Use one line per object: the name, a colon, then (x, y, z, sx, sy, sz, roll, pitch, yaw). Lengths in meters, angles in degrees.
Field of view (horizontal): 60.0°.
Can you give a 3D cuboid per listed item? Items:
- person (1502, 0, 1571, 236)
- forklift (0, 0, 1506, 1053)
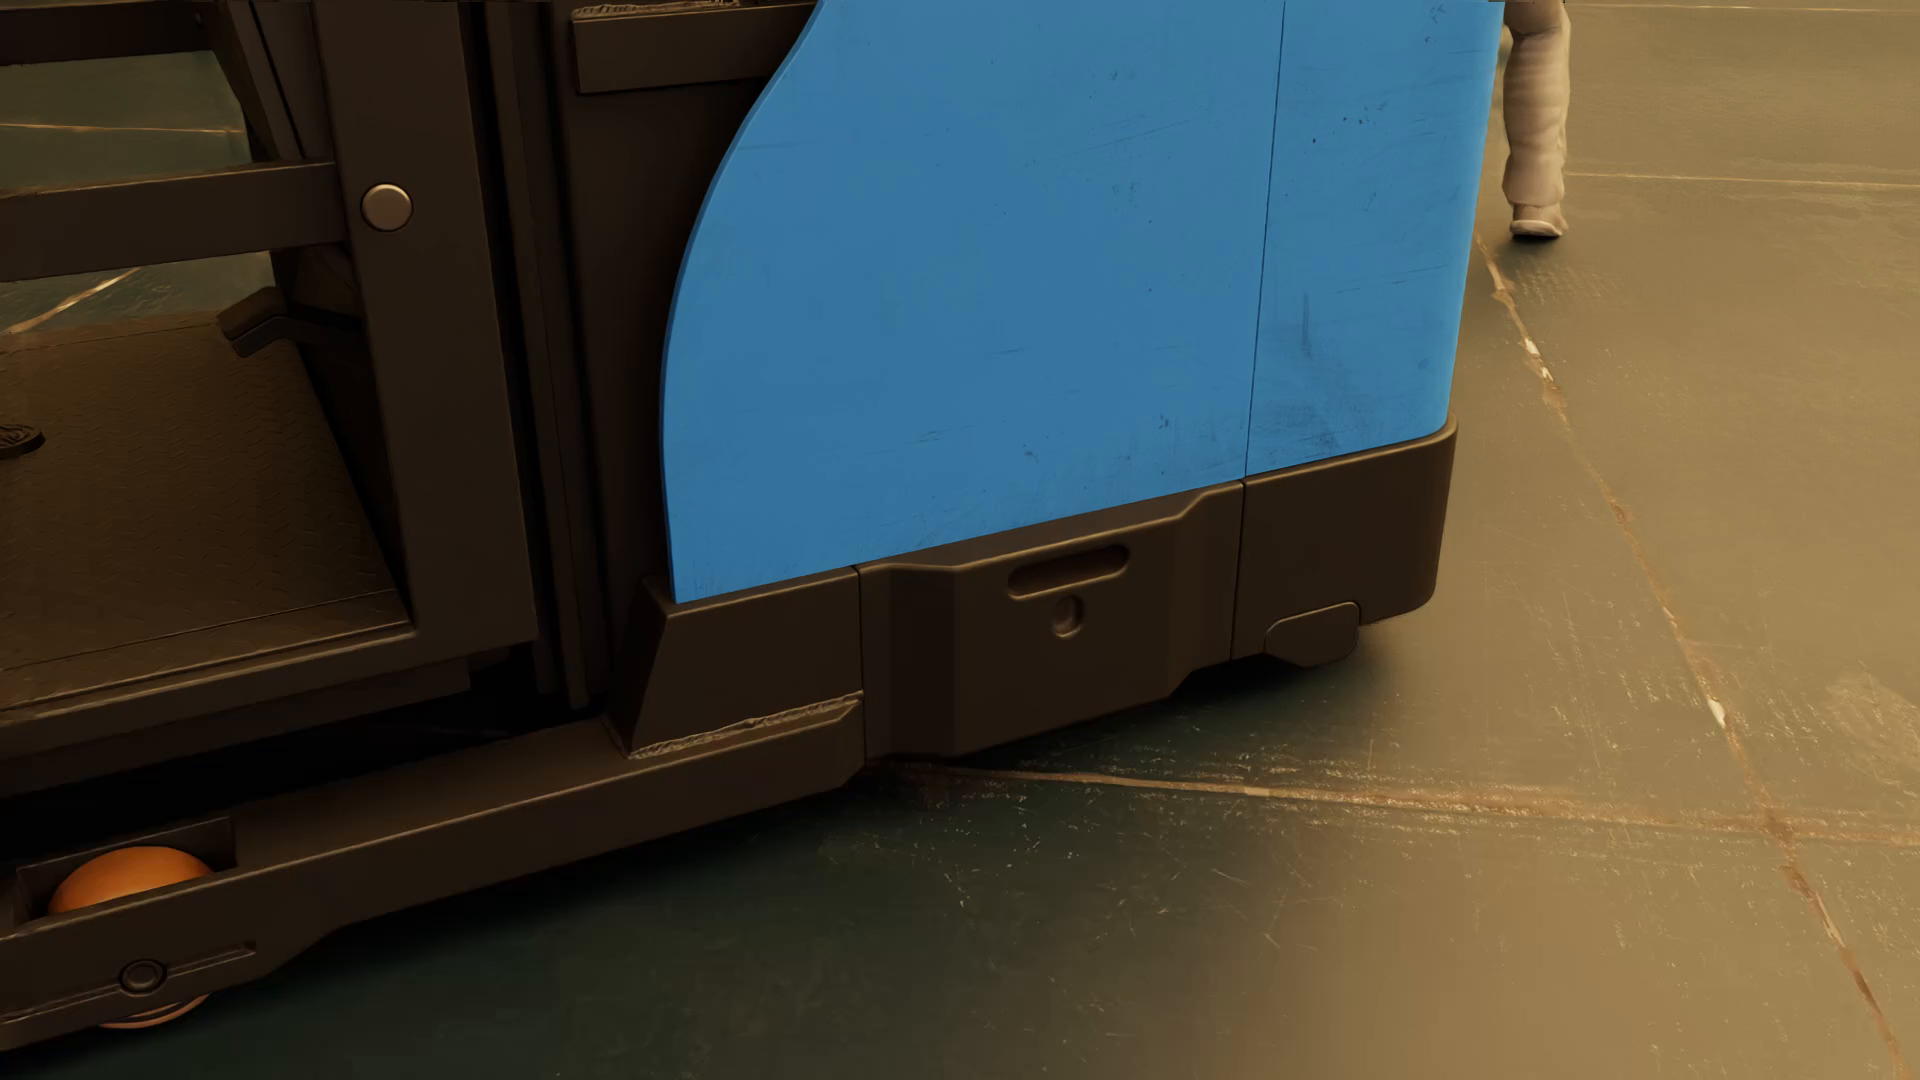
person: (1.110, -1.357, 3.608, 1.079, 1.560, 0.465, 1, 27, 3)
forklift: (-0.919, -1.082, 1.385, 3.031, 2.935, 1.130, -13, 29, -24)
